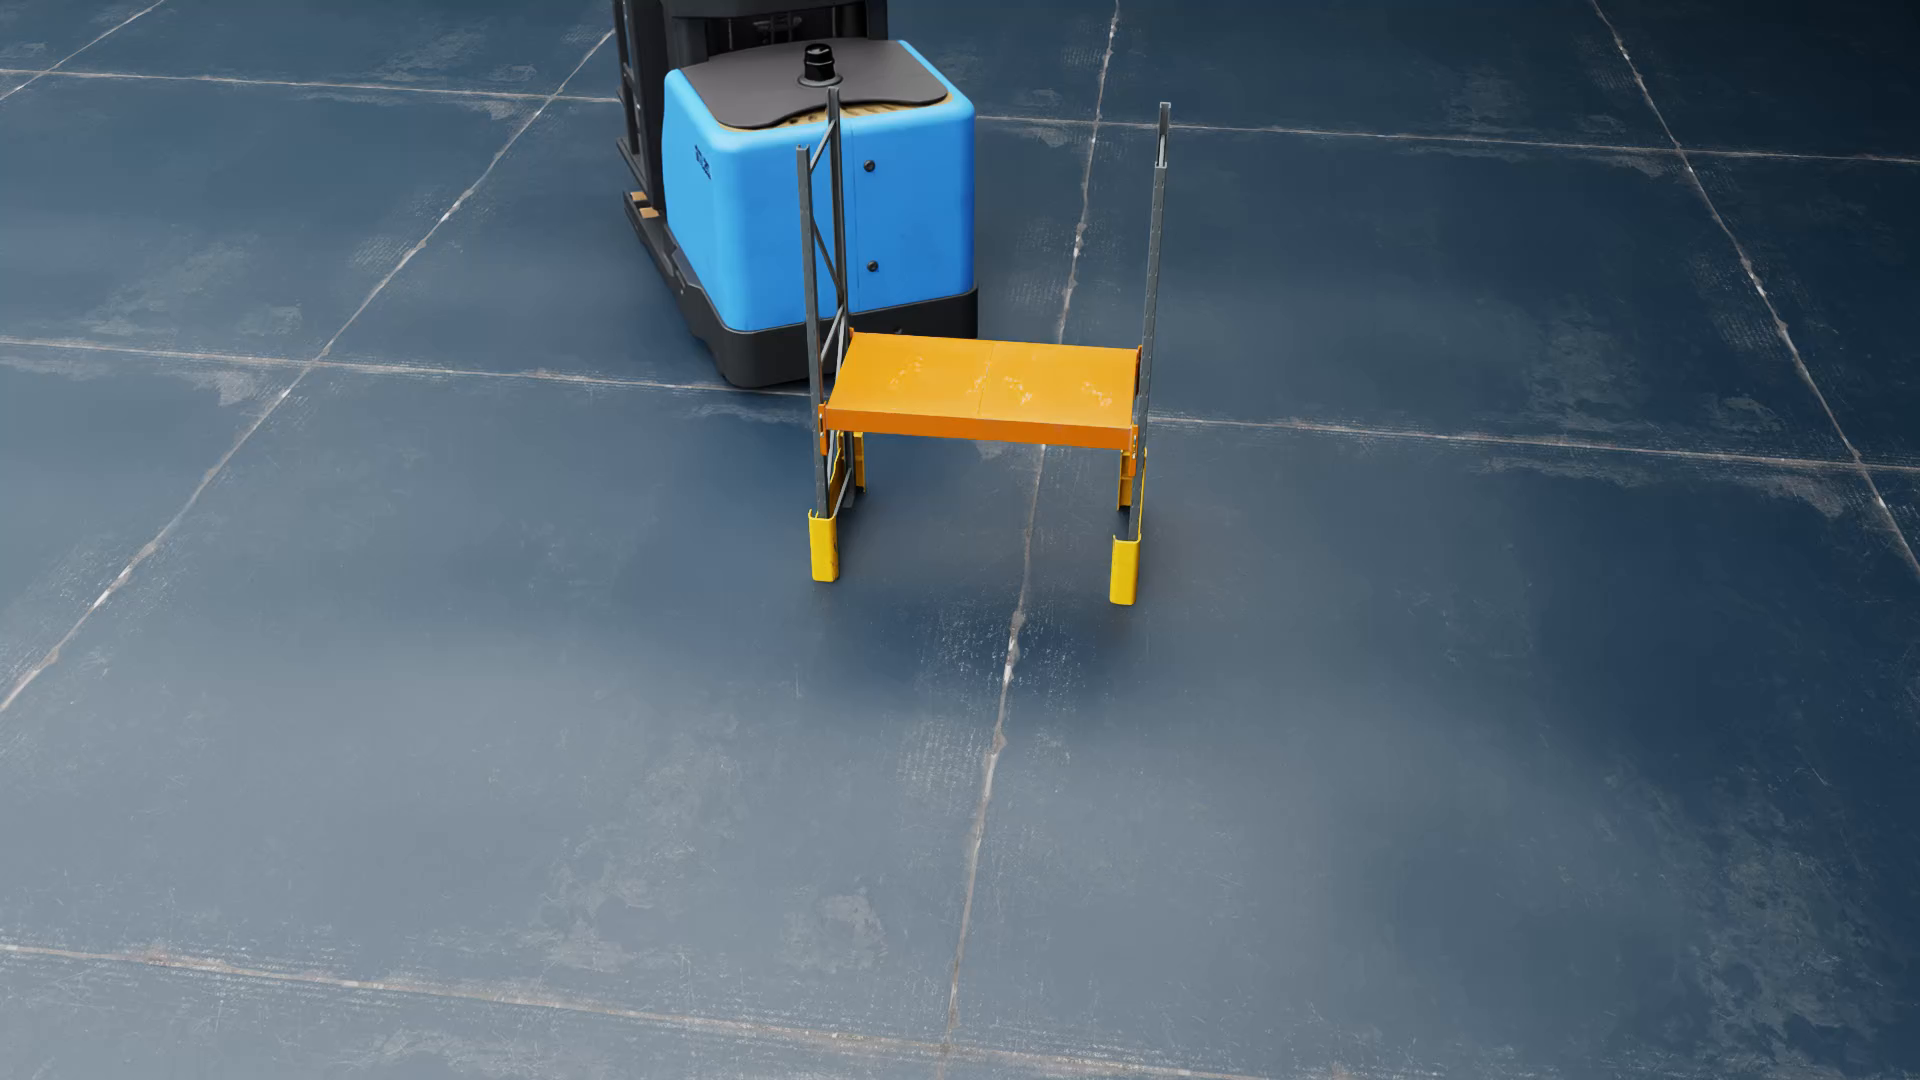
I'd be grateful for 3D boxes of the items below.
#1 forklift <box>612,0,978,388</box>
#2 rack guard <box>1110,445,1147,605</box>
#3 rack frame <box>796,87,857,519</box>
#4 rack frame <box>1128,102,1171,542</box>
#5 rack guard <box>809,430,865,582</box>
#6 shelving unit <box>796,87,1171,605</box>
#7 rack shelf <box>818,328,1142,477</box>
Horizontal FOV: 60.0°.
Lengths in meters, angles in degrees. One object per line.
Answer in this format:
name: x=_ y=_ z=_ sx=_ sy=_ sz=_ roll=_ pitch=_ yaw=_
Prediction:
forklift: x=-0.932 y=-2.637 z=6.922 sx=1.130 sy=2.935 sz=3.031 roll=-13 pitch=37 yaw=-17
rack guard: x=0.570 y=-0.059 z=5.618 sx=0.087 sy=0.250 sz=0.587 roll=4 pitch=36 yaw=6
rack frame: x=-0.420 y=-0.642 z=5.358 sx=0.032 sy=1.500 sz=0.500 roll=4 pitch=36 yaw=6
rack frame: x=0.589 y=-0.567 z=5.253 sx=0.032 sy=1.500 sz=0.500 roll=4 pitch=36 yaw=6
rack guard: x=-0.418 y=-0.133 z=5.721 sx=0.087 sy=0.250 sz=0.587 roll=4 pitch=36 yaw=6
shelving unit: x=0.076 y=-0.605 z=5.306 sx=1.083 sy=1.500 sz=0.587 roll=4 pitch=36 yaw=6
rack shelf: x=0.085 y=-0.458 z=5.410 sx=1.000 sy=0.185 sz=0.538 roll=4 pitch=36 yaw=6
